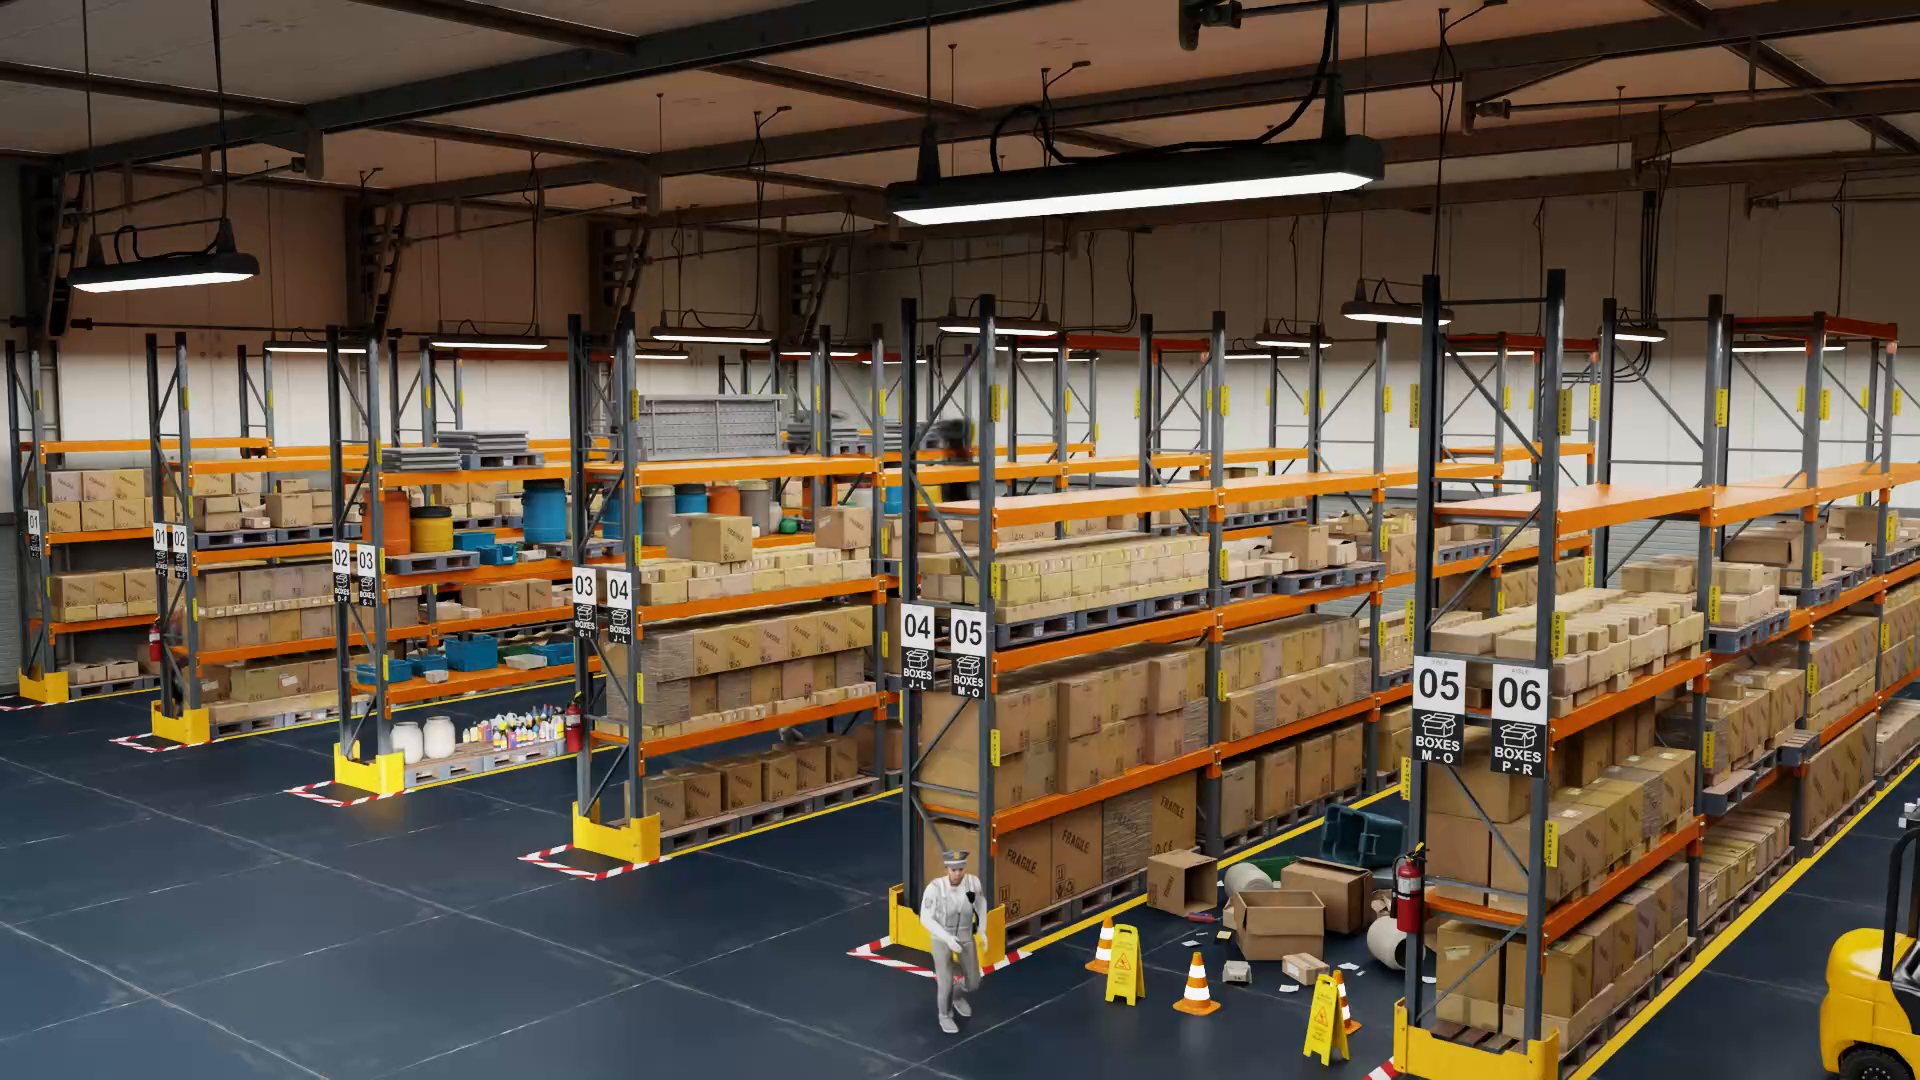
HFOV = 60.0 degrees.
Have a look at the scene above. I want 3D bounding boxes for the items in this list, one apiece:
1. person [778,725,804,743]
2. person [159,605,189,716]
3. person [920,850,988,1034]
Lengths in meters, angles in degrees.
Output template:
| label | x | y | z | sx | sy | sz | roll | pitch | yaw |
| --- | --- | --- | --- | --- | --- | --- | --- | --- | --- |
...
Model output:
| label | x | y | z | sx | sy | sz | roll | pitch | yaw |
| --- | --- | --- | --- | --- | --- | --- | --- | --- | --- |
| person | -2.346 | 2.235 | 23.077 | 0.661 | 1.731 | 0.794 | 2 | 6 | 25 |
| person | -12.451 | 1.921 | 26.519 | 0.652 | 1.797 | 0.879 | 0 | 5 | 5 |
| person | -0.057 | 3.186 | 13.301 | 0.587 | 1.573 | 0.732 | -2 | 5 | -16 |
